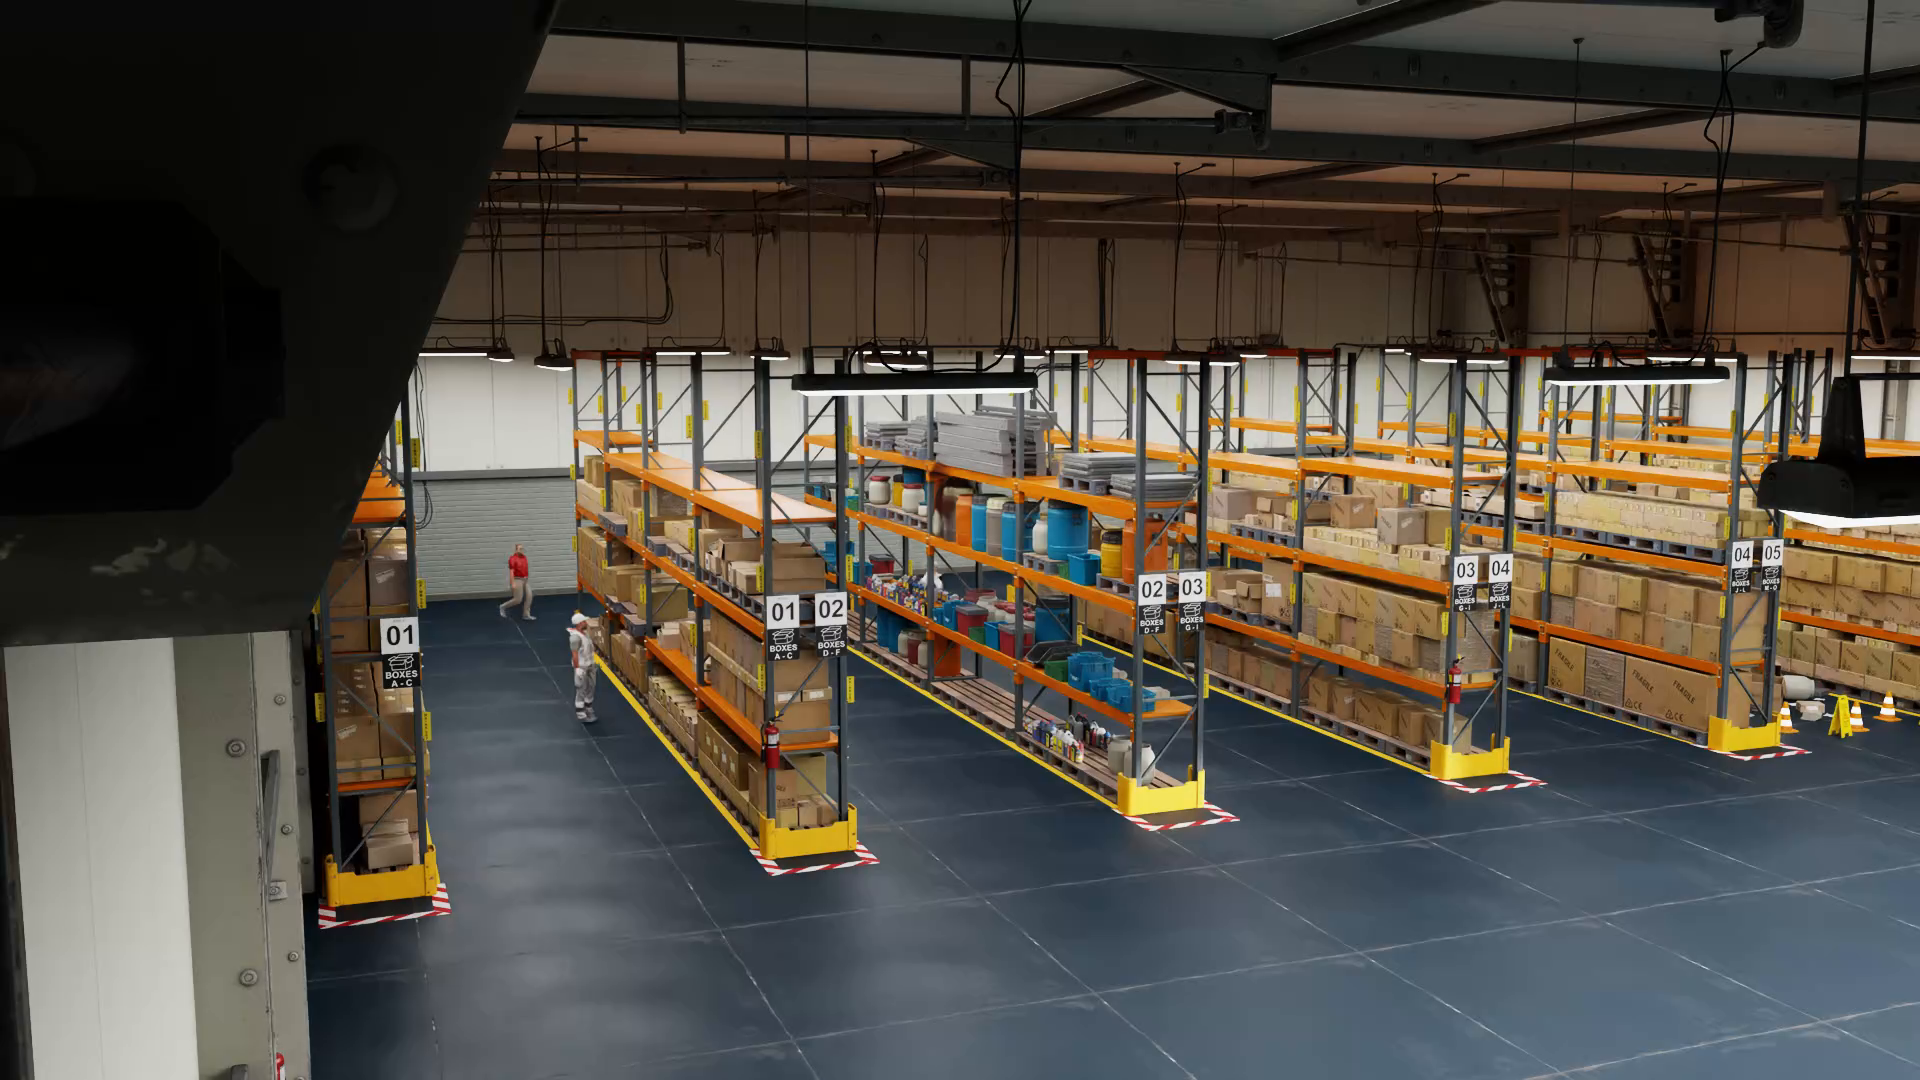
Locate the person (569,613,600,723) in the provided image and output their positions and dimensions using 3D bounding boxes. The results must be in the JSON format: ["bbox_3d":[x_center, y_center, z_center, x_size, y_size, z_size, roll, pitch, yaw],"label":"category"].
[{"bbox_3d":[-6.126,2.091,27.161,0.441,1.821,0.617,3,8,23],"label":"person"}]

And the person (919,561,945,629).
[{"bbox_3d":[-0.573,1.237,34.496,0.535,1.614,0.881,-5,8,-33],"label":"person"}]

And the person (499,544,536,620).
[{"bbox_3d":[-9.756,0.925,36.671,0.748,1.694,0.609,2,7,14],"label":"person"}]
